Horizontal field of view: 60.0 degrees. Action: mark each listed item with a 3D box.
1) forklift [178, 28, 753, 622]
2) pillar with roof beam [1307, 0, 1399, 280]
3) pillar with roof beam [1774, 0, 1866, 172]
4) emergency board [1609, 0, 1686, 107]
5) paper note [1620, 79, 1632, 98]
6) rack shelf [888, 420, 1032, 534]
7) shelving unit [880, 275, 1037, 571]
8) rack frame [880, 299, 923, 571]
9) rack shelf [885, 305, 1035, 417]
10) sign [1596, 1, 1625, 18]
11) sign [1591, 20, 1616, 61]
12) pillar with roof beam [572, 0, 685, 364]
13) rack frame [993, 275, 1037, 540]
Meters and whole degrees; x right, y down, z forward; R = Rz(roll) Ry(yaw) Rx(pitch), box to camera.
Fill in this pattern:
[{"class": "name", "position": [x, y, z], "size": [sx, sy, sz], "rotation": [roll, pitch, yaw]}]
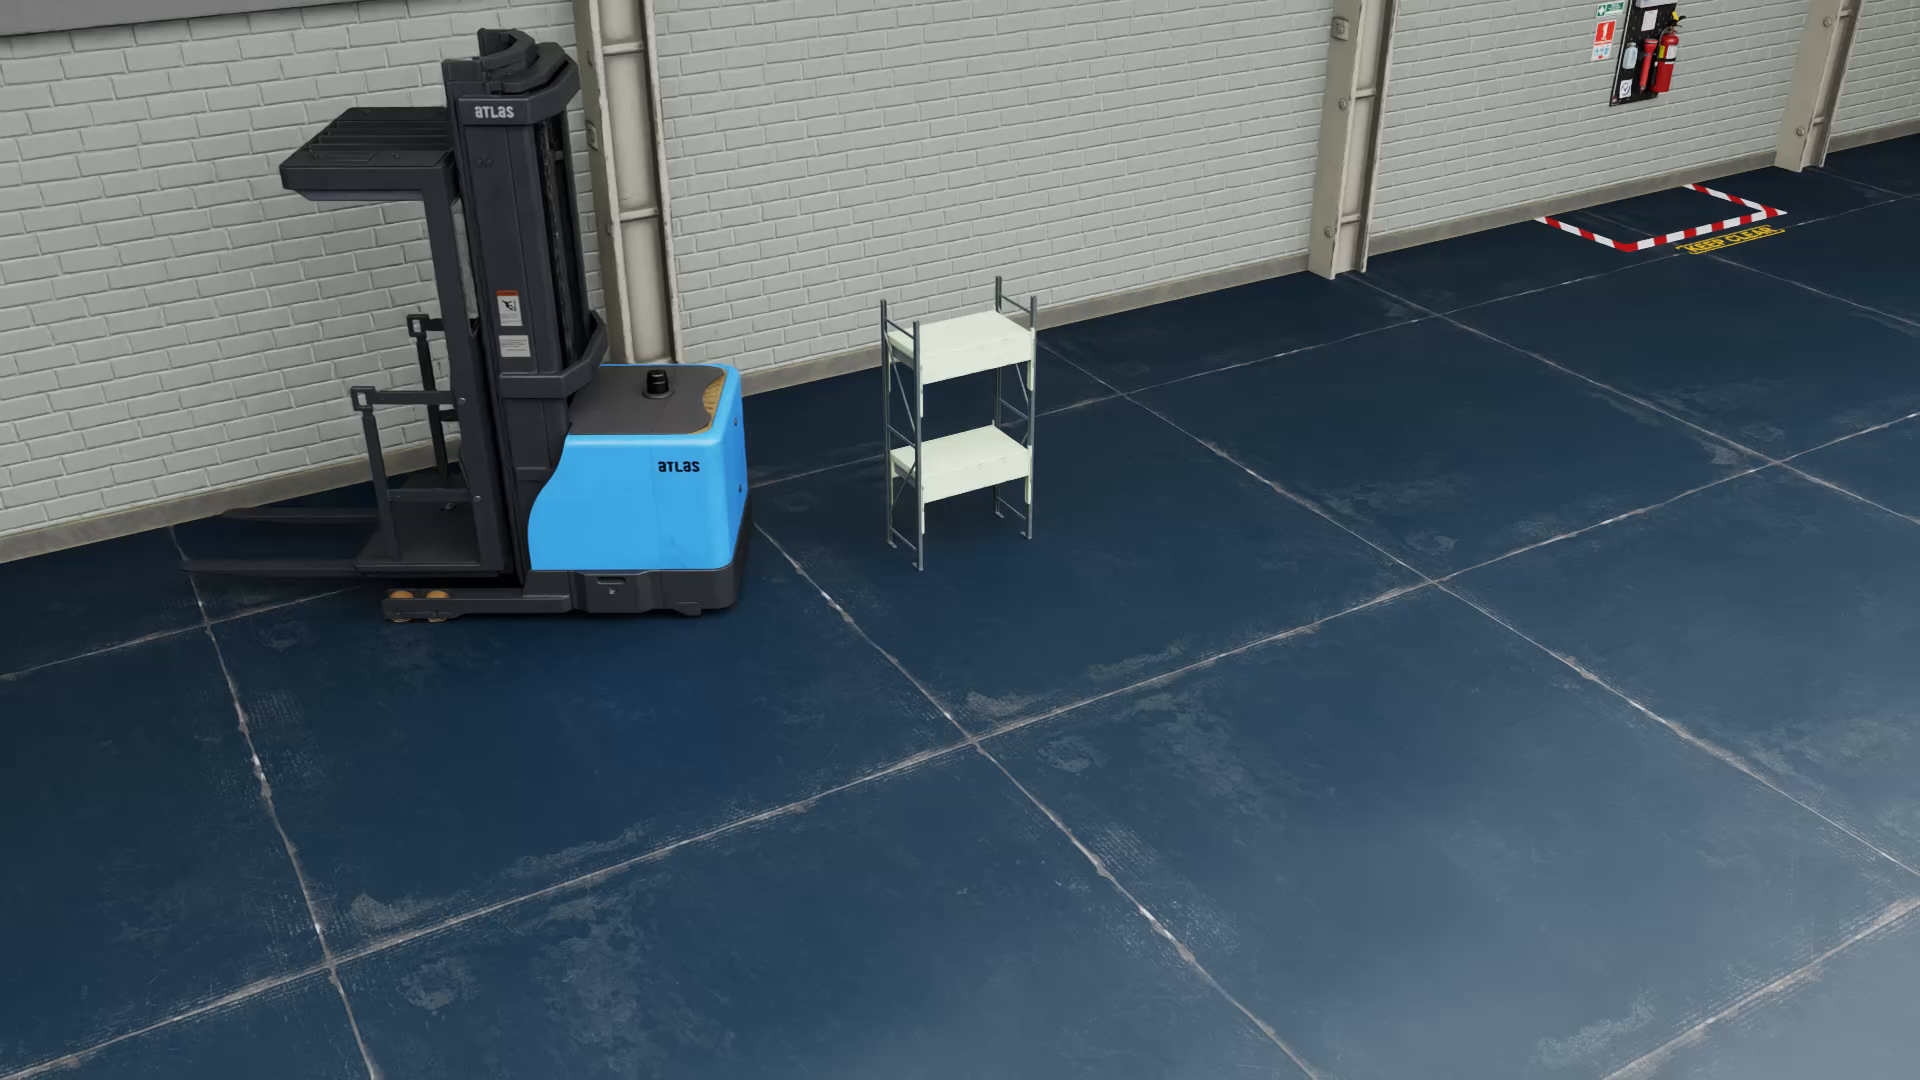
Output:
[{"class": "forklift", "position": [-2.728, -1.098, 8.706], "size": [3.031, 2.935, 1.130], "rotation": [0, 29, 0]}, {"class": "pillar with roof beam", "position": [5.301, -4.389, 8.390], "size": [0.400, 9.000, 9.100], "rotation": [-16, 33, -26]}, {"class": "pillar with roof beam", "position": [10.474, -5.858, 11.051], "size": [0.400, 9.000, 9.100], "rotation": [-16, 33, -26]}, {"class": "emergency board", "position": [6.143, -4.436, 14.683], "size": [0.643, 1.169, 0.194], "rotation": [-16, 33, -26]}, {"class": "paper note", "position": [5.956, -4.035, 14.869], "size": [0.142, 0.148, 0.016], "rotation": [-16, 33, -26]}, {"class": "rack shelf", "position": [-0.006, -0.370, 9.542], "size": [0.720, 0.370, 0.431], "rotation": [-16, 33, -26]}, {"class": "shelving unit", "position": [-0.006, -0.655, 9.385], "size": [0.755, 1.500, 0.431], "rotation": [-16, 33, -26]}, {"class": "rack frame", "position": [-0.321, -0.565, 9.222], "size": [0.023, 1.500, 0.400], "rotation": [-16, 33, -26]}, {"class": "rack shelf", "position": [-0.006, -0.997, 9.196], "size": [0.720, 0.370, 0.431], "rotation": [-16, 33, -26]}, {"class": "sign", "position": [5.623, -4.588, 14.374], "size": [0.331, 0.109, 0.001], "rotation": [-16, 33, -26]}, {"class": "sign", "position": [5.614, -4.359, 14.507], "size": [0.234, 0.329, 0.001], "rotation": [-16, 33, -26]}, {"class": "pillar with roof beam", "position": [0.128, -2.920, 5.728], "size": [0.400, 9.000, 9.100], "rotation": [-16, 33, -26]}, {"class": "rack frame", "position": [0.310, -0.745, 9.547], "size": [0.023, 1.500, 0.400], "rotation": [-16, 33, -26]}]
